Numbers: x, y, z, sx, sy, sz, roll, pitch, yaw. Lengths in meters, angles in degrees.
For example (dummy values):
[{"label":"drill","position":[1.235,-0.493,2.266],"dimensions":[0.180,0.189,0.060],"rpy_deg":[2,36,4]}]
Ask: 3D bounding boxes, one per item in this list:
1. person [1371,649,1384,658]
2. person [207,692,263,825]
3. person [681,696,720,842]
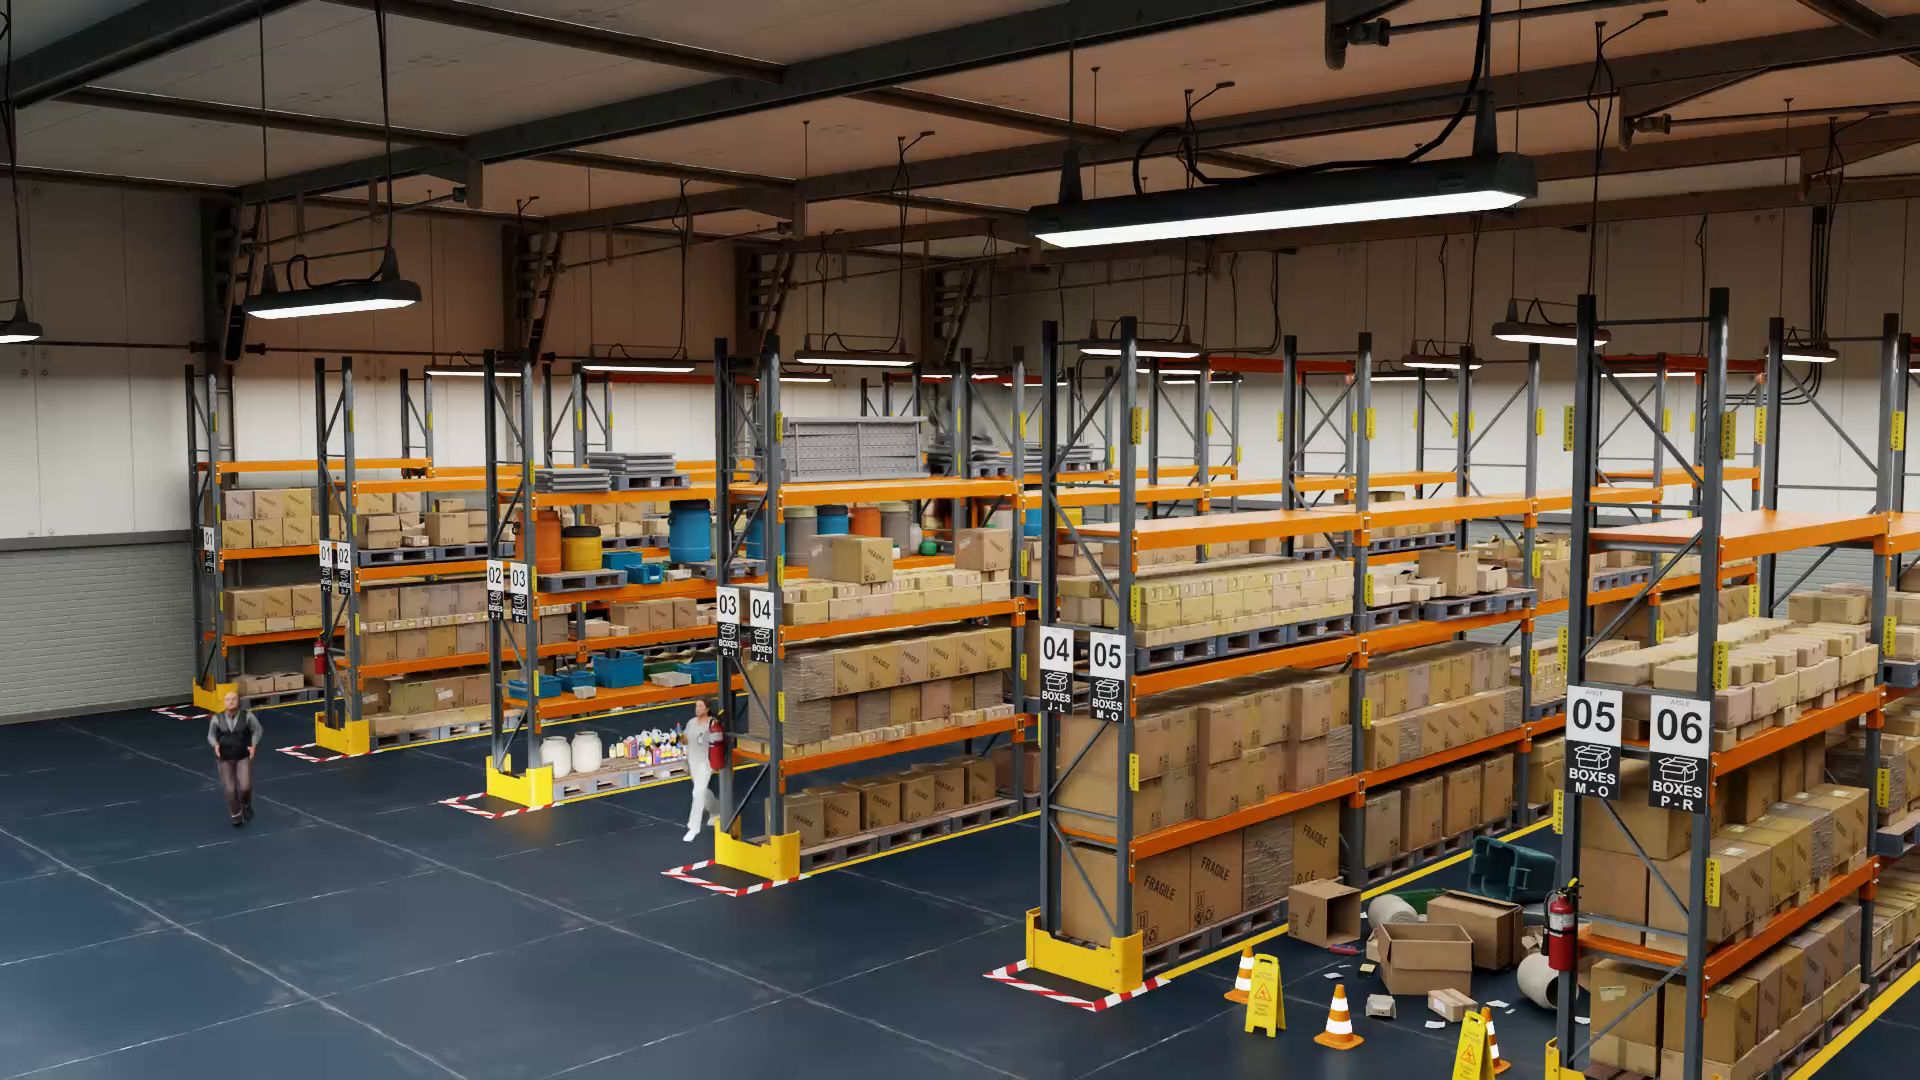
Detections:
[{"label":"person","position":[6.265,2.429,25.008],"dimensions":[0.531,1.594,0.883],"rpy_deg":[3,6,37]},{"label":"person","position":[-9.029,2.732,20.701],"dimensions":[0.635,1.676,0.564],"rpy_deg":[-1,5,-18]},{"label":"person","position":[-3.145,2.752,20.303],"dimensions":[0.561,1.693,0.857],"rpy_deg":[3,5,31]}]
